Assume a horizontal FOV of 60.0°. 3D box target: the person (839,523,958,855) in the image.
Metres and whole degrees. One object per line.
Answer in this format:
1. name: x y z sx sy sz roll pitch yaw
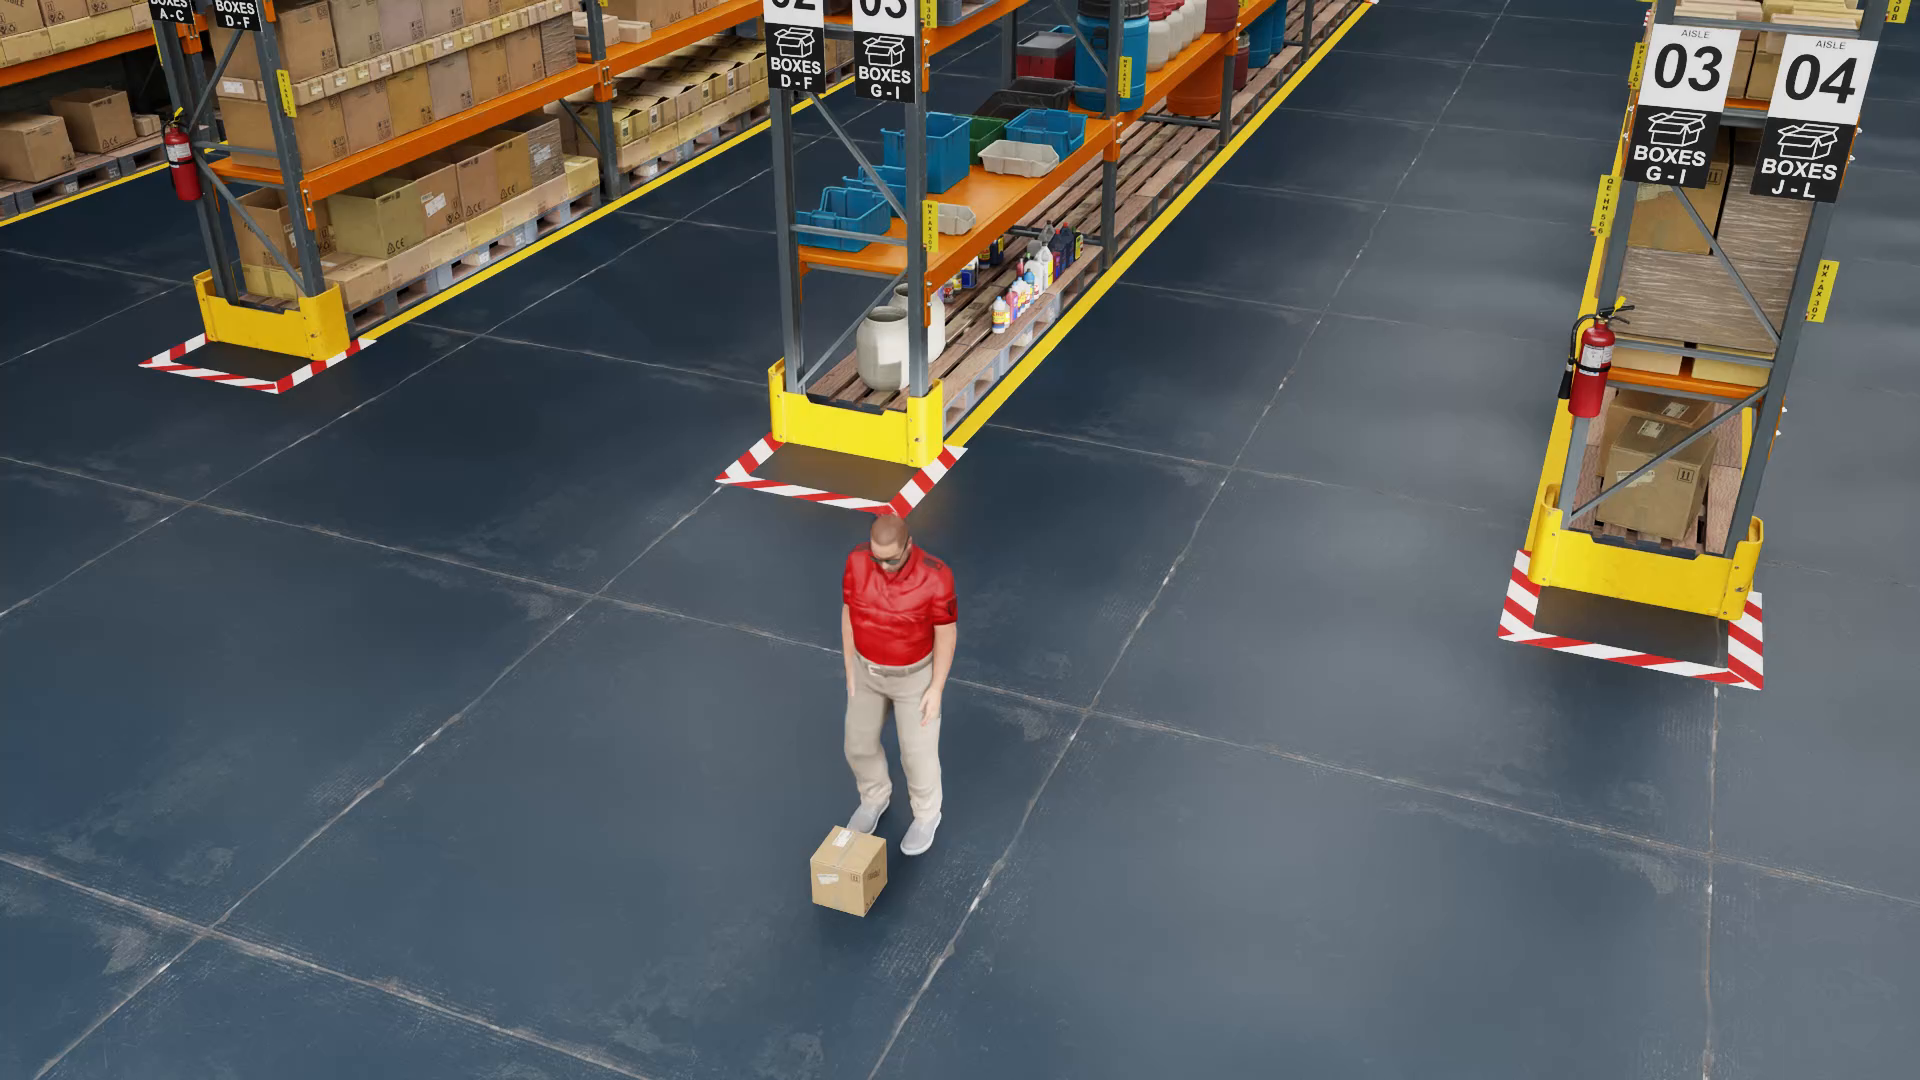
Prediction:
1. person: -0.272 0.624 7.377 0.557 1.677 0.431 12 32 20
